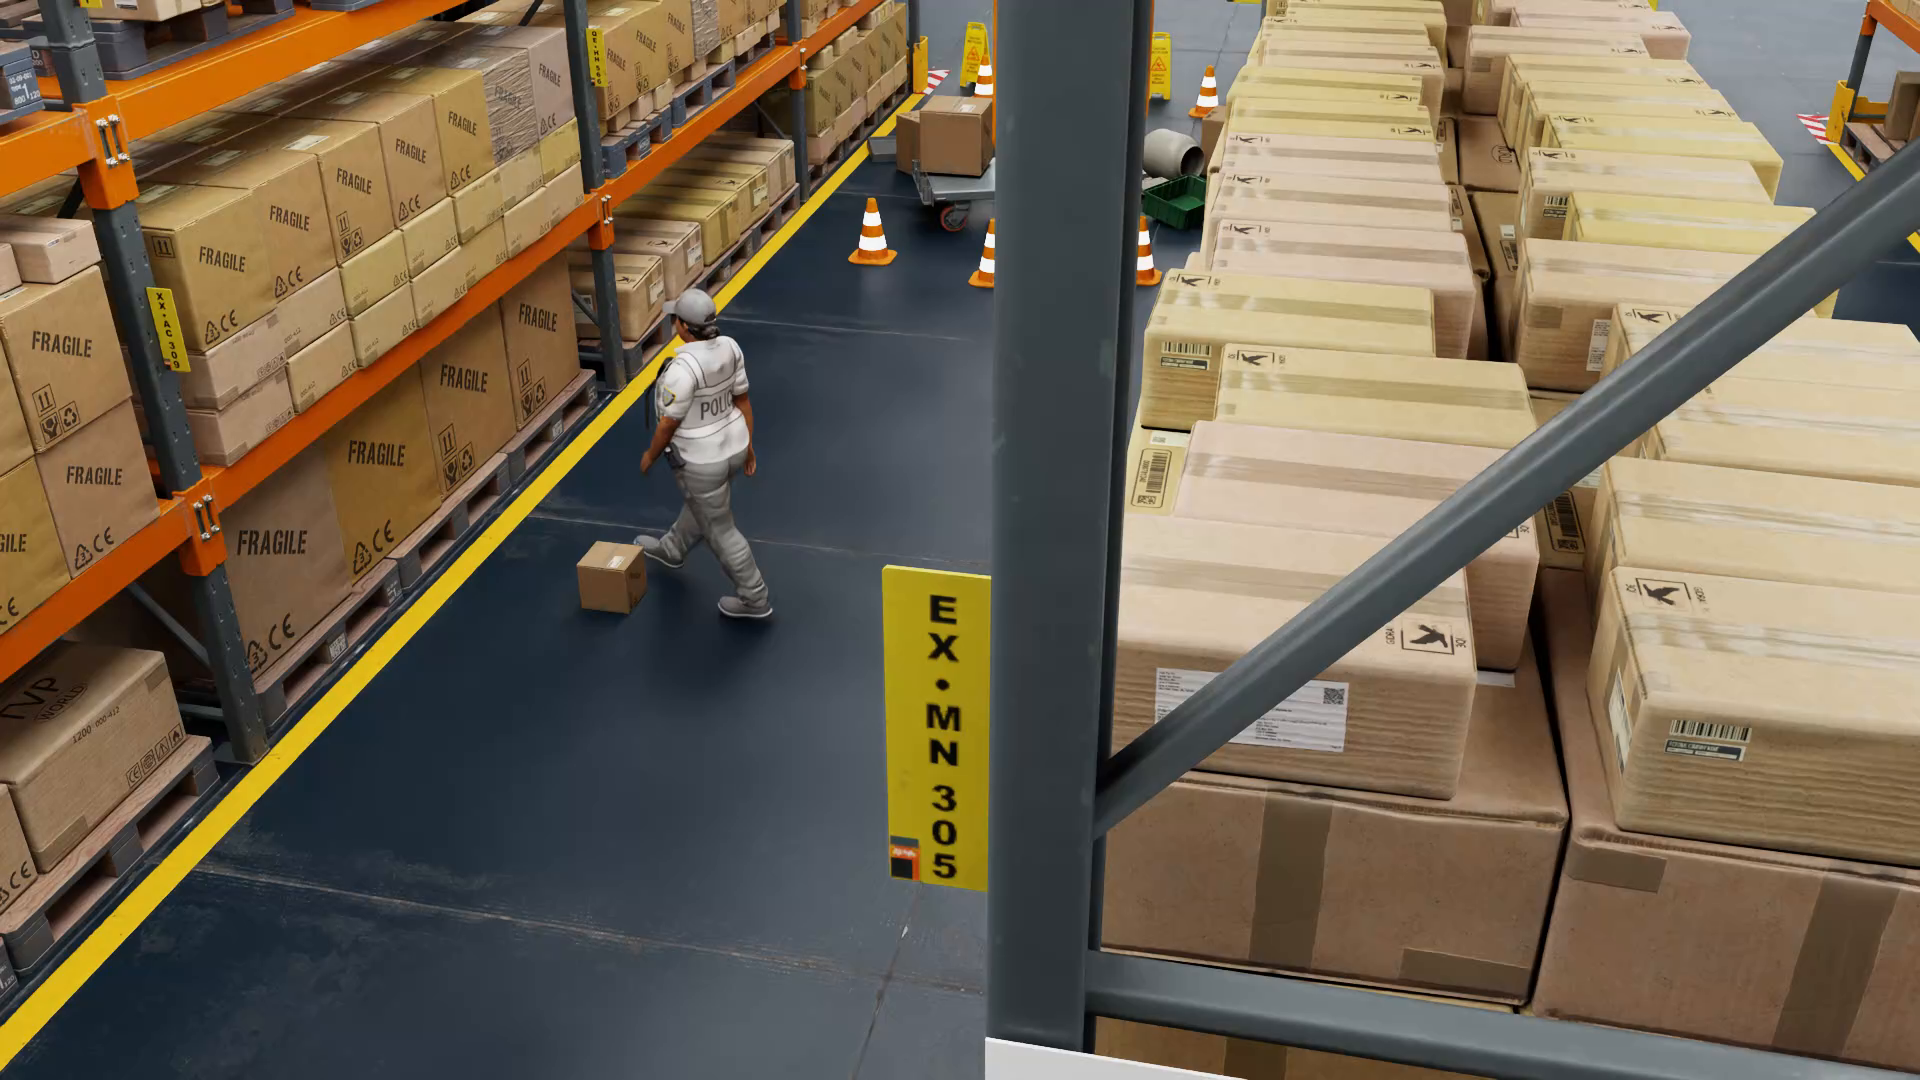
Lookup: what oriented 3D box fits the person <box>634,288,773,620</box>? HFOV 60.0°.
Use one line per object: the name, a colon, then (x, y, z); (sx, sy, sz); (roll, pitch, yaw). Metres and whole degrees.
person: (-1.320, -0.430, 7.876); (0.926, 1.626, 0.485); (13, 31, 21)
